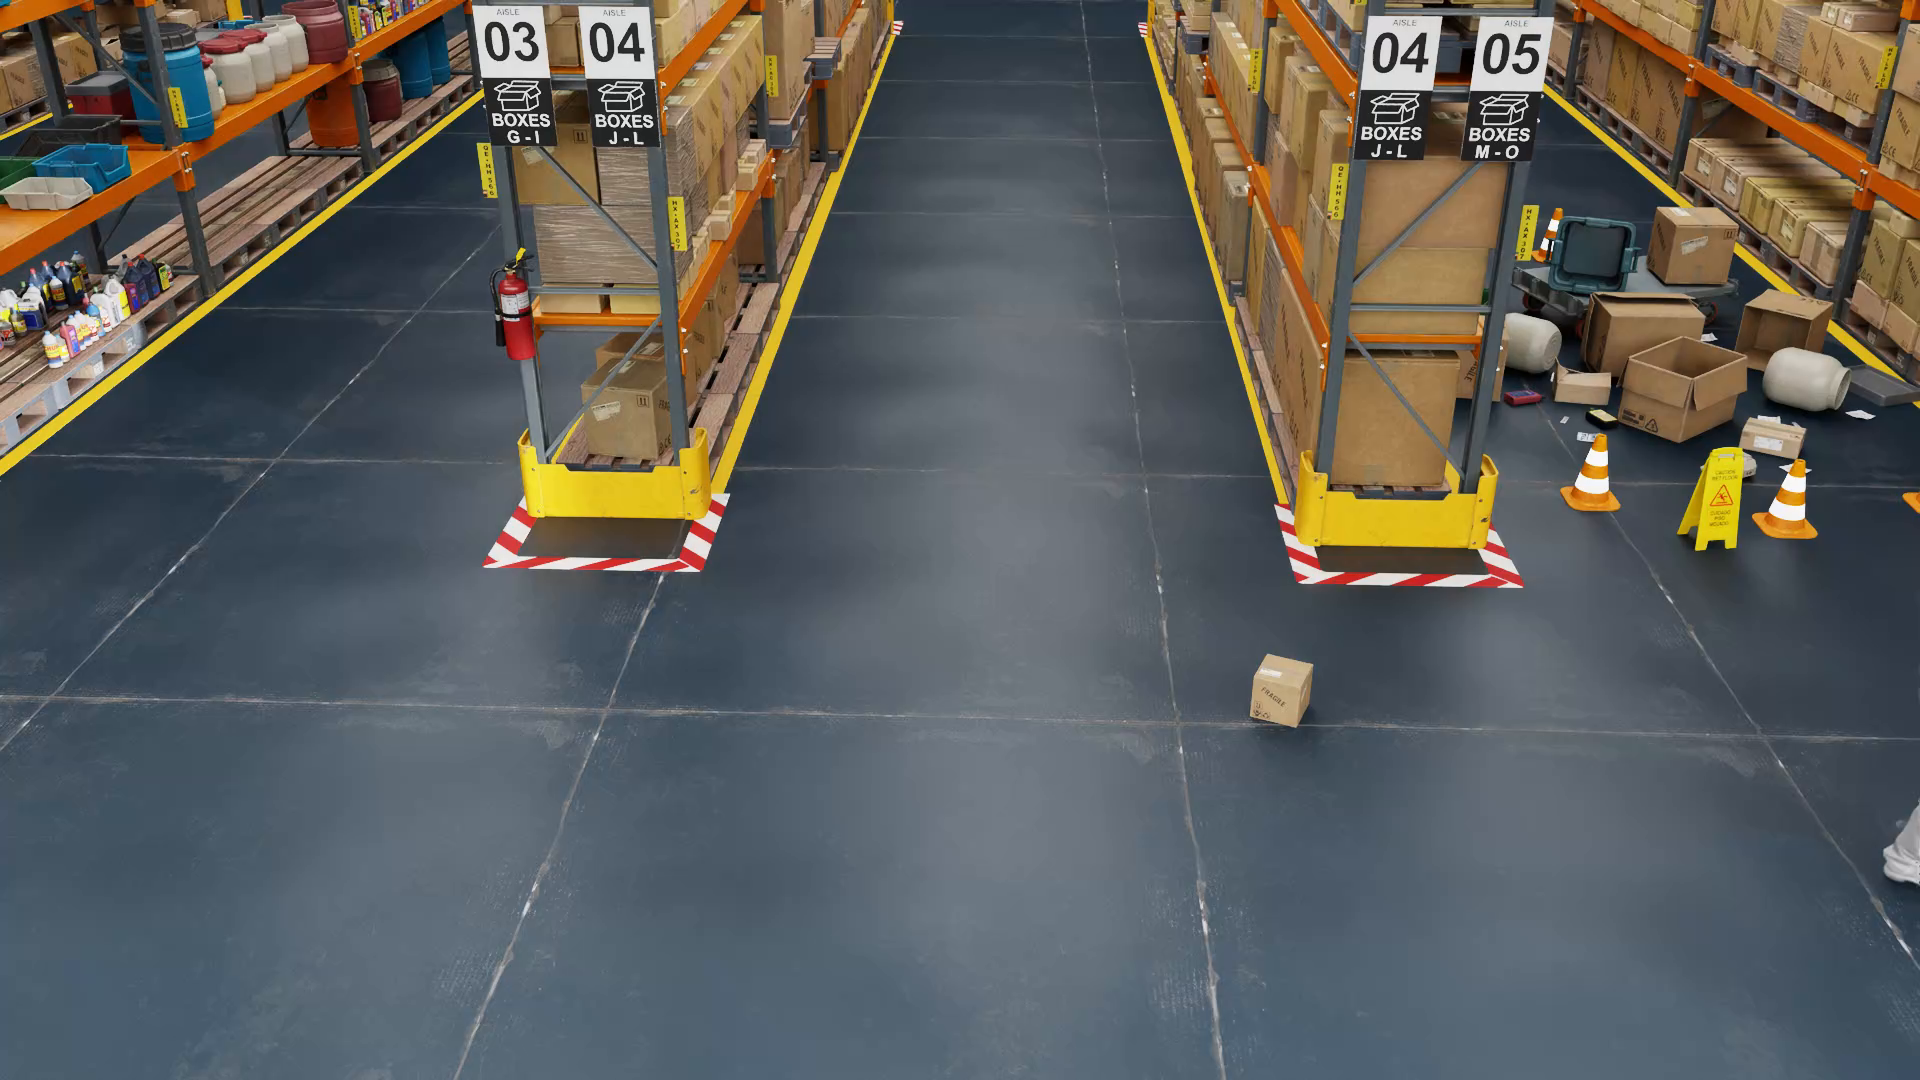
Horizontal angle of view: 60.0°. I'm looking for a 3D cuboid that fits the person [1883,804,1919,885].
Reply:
[{"bbox_3d":[4.529,0.813,7.069,0.750,1.803,0.625,11,30,20],"label":"person"}]
